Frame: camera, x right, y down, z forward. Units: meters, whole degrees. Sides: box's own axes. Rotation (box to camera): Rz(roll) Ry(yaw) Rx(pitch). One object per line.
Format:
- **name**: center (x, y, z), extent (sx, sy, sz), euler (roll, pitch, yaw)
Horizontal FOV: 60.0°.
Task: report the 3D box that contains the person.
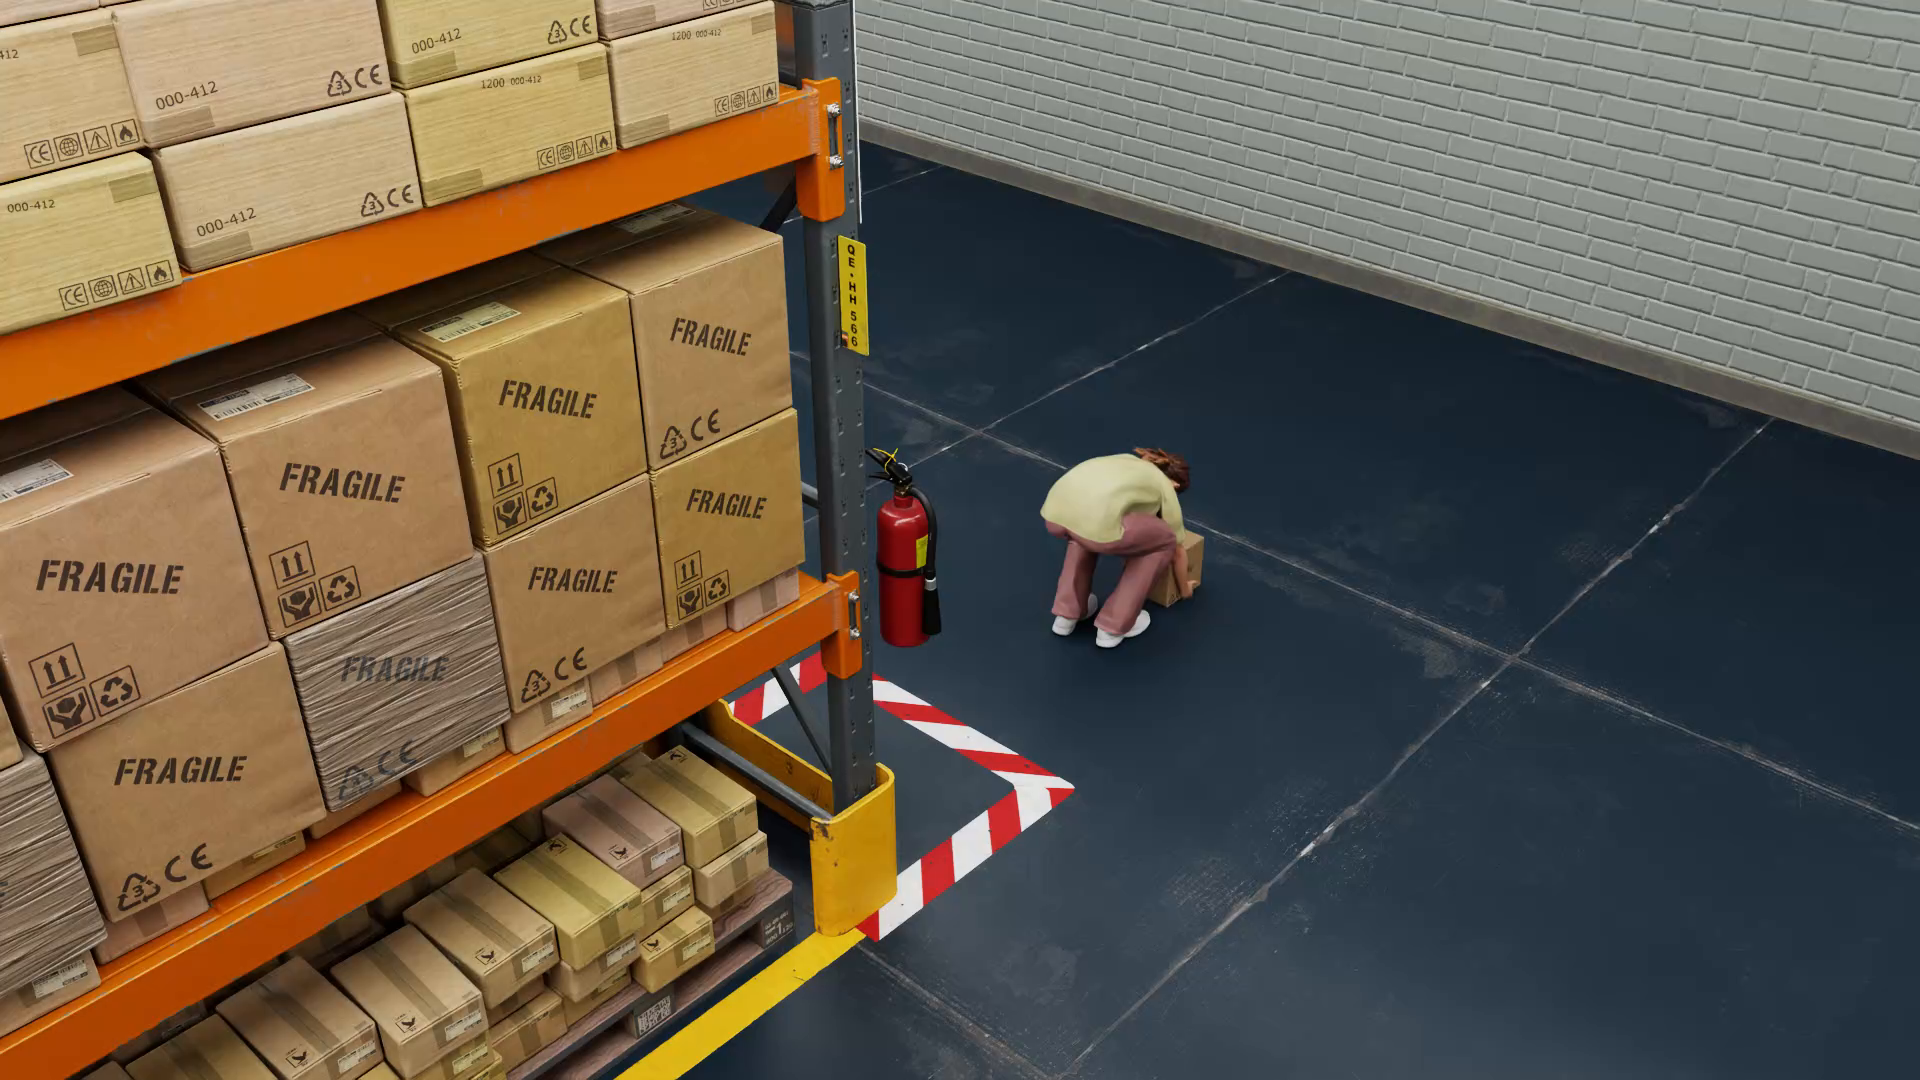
- **person**: center (0.677, 0.011, 7.013), extent (0.469, 0.770, 0.857), euler (24, 39, 33)
